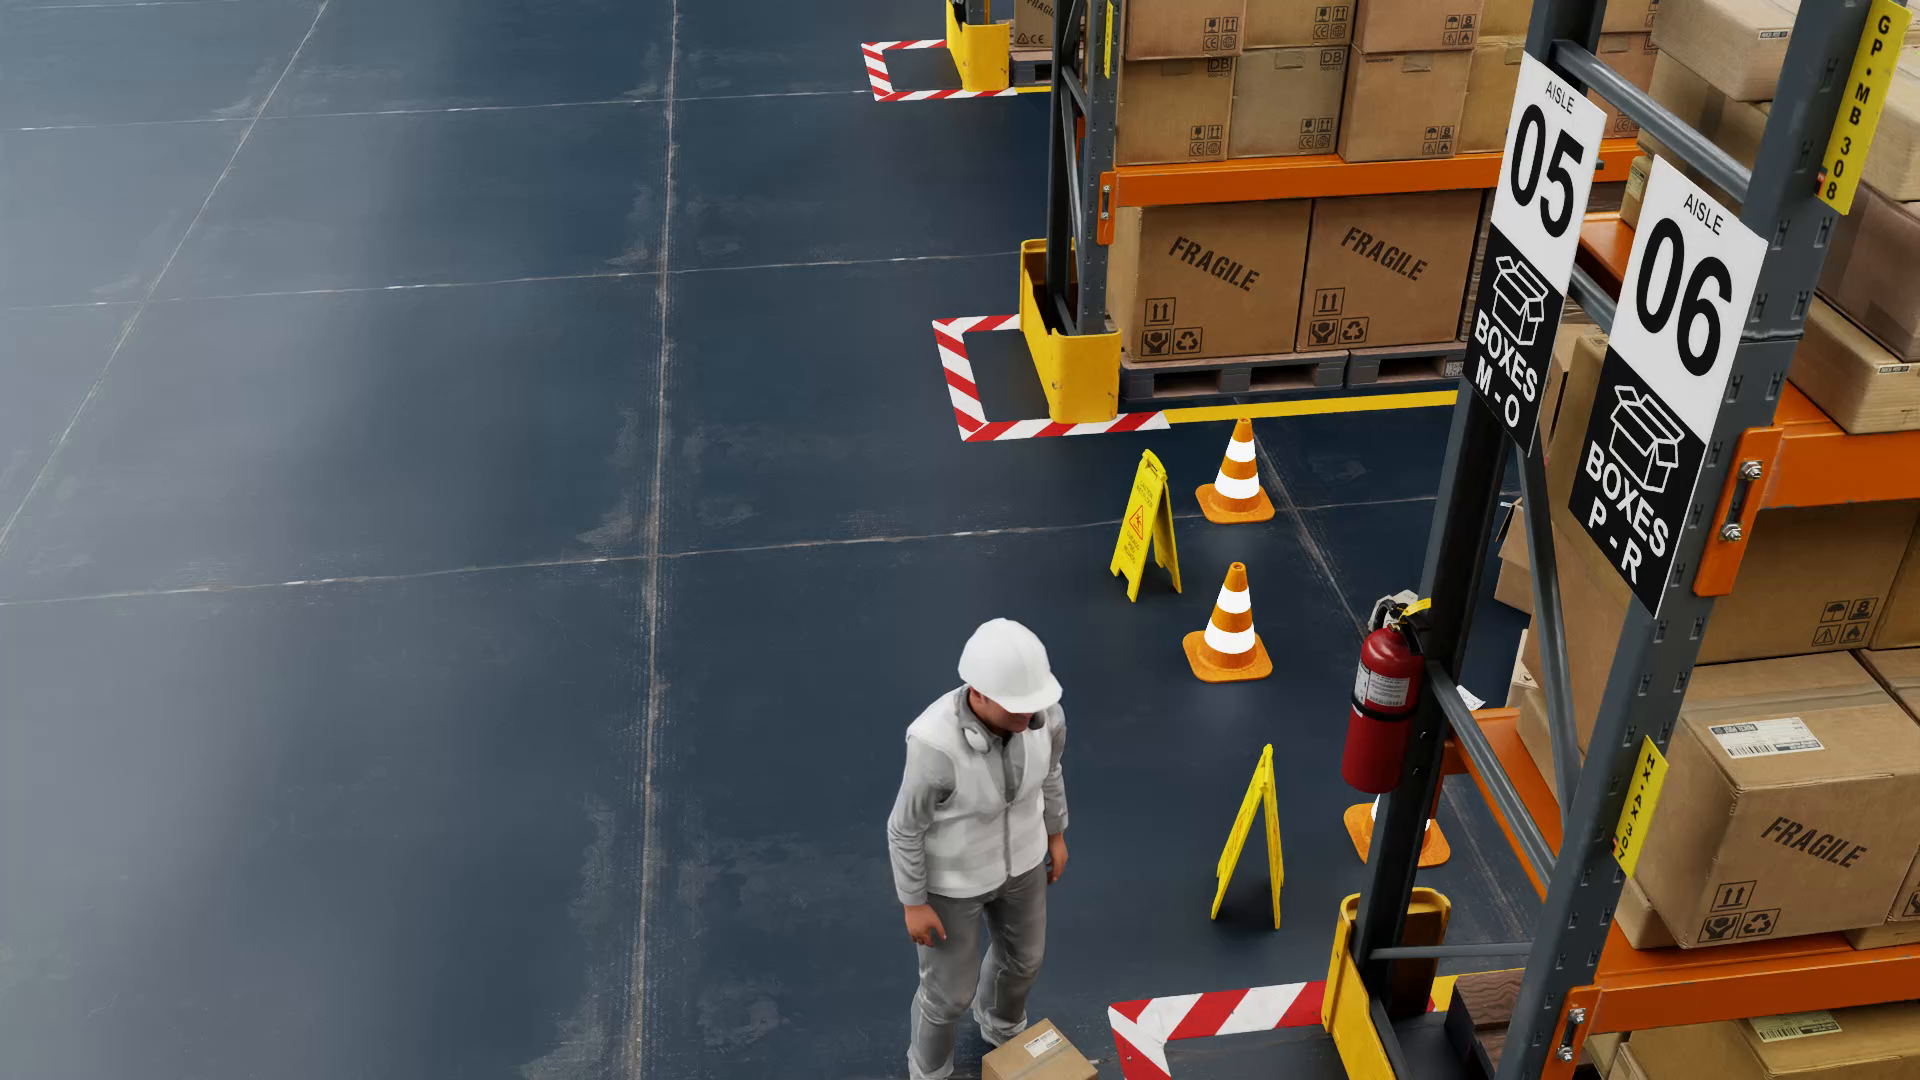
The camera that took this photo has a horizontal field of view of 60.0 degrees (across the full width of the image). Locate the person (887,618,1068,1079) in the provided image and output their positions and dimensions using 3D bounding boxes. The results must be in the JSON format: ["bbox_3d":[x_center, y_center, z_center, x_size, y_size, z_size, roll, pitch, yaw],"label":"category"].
[{"bbox_3d":[0.068,0.933,4.767,0.581,1.771,0.464,-22,40,-28],"label":"person"}]
